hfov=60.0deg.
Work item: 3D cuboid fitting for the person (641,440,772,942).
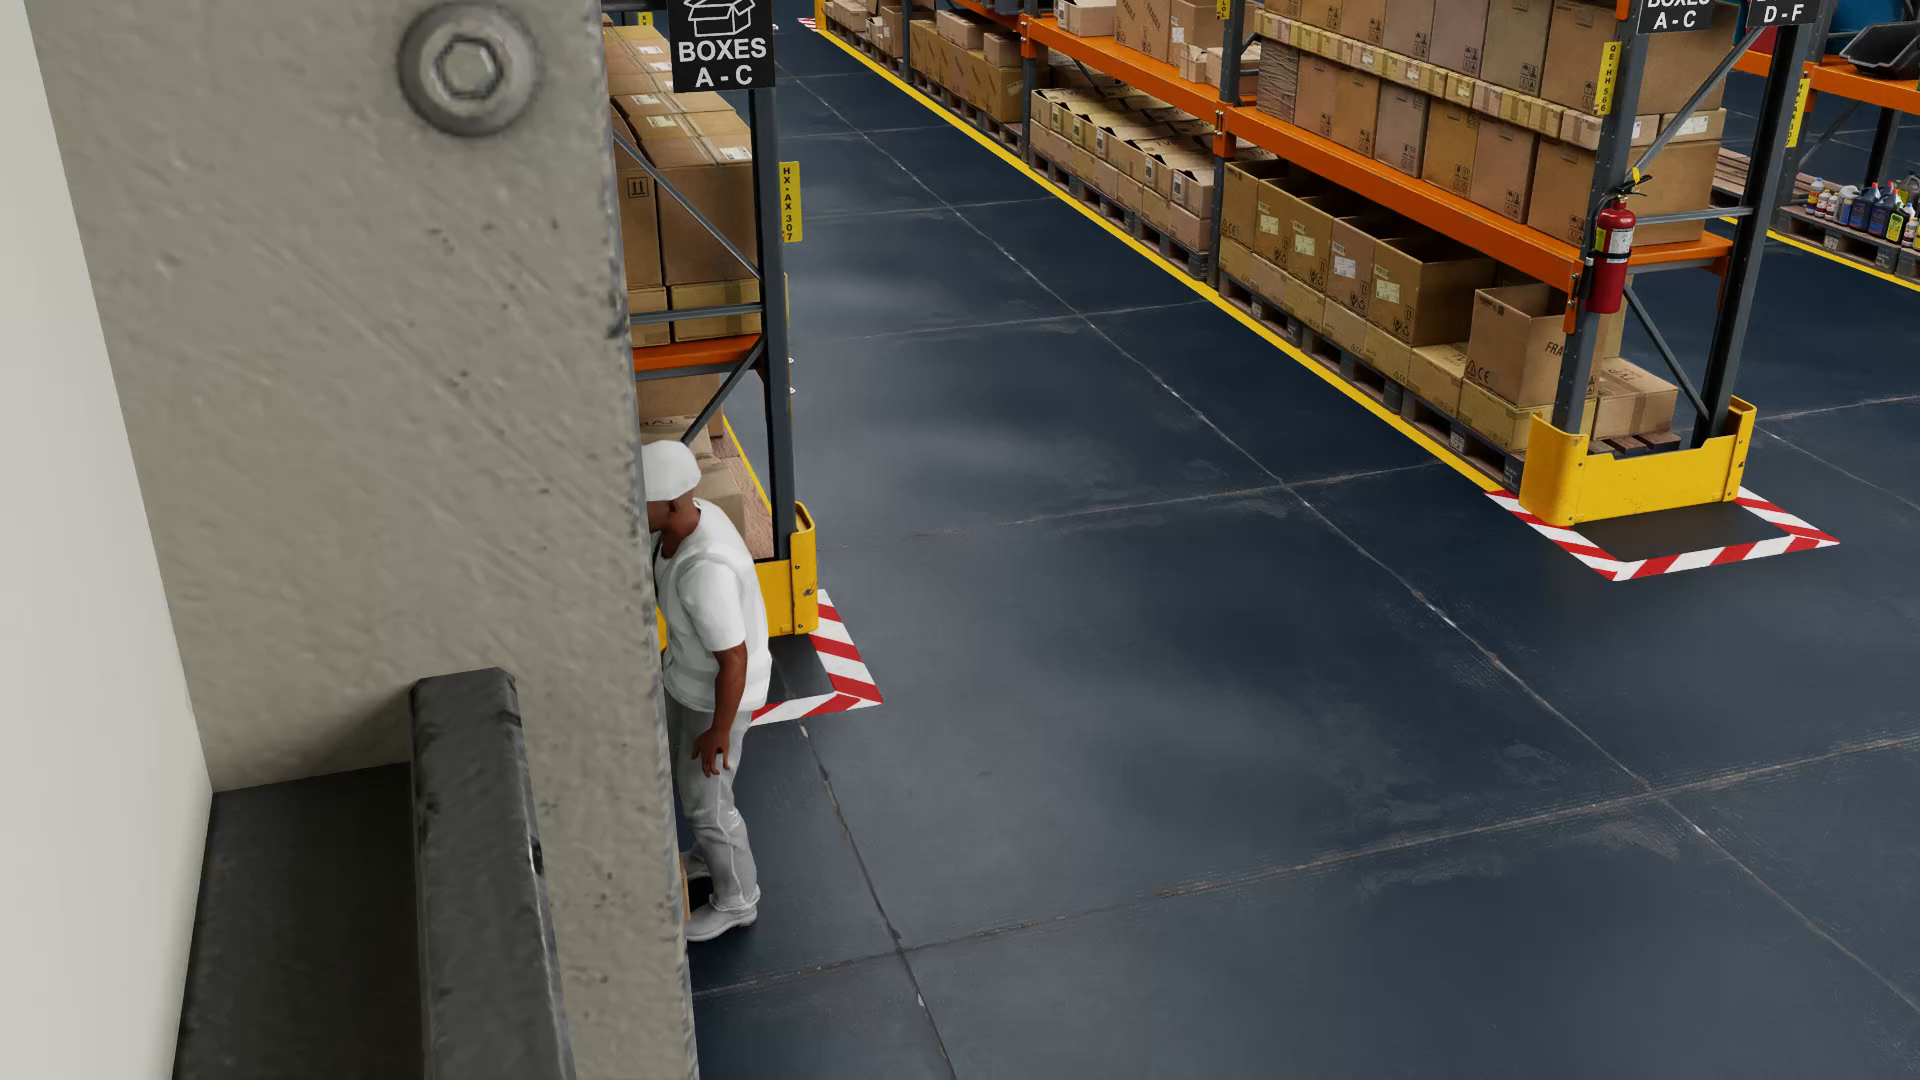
[{"bbox_3d":[-0.850,0.478,5.359,0.461,1.759,0.633,-10,28,-19],"label":"person"}]
